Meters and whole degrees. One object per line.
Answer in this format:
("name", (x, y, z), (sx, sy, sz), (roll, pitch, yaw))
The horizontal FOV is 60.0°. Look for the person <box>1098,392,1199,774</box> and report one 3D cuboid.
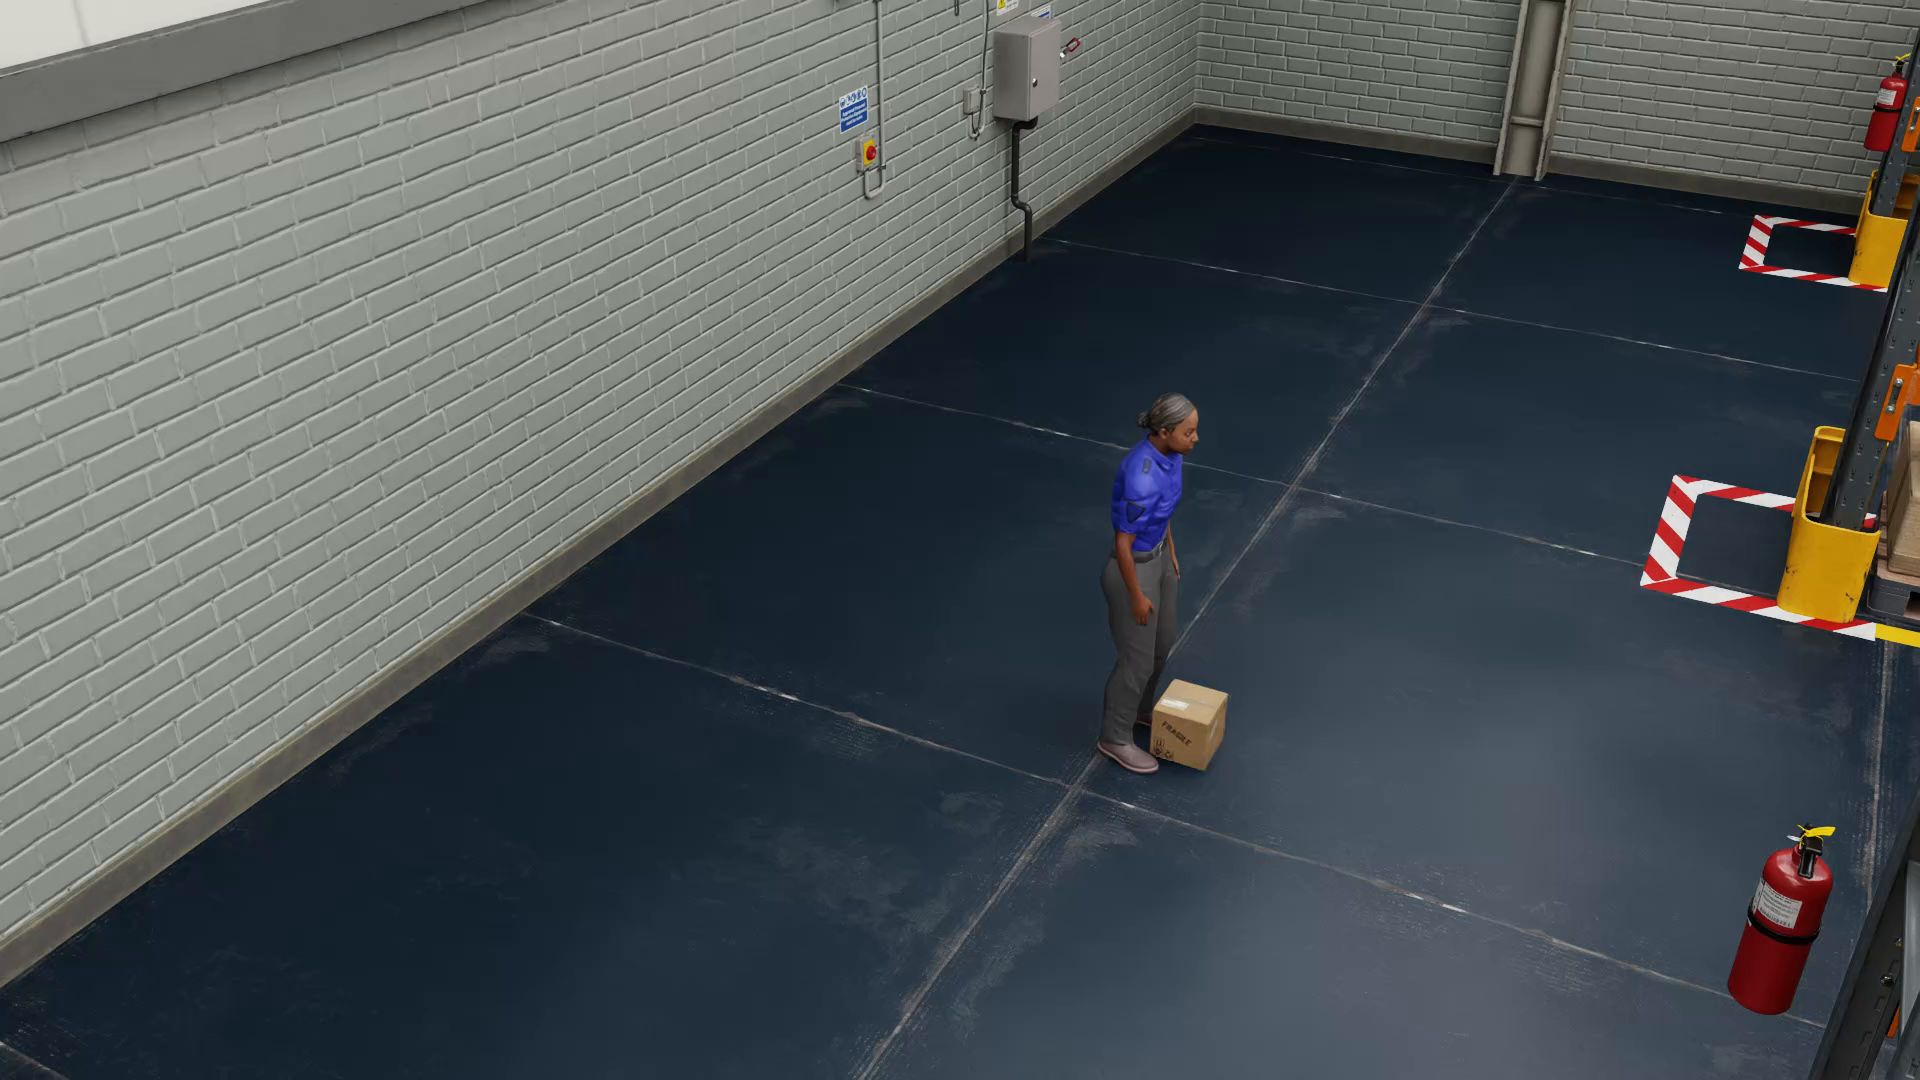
("person", (0.773, 0.147, 6.882), (0.348, 1.655, 0.503), (13, 33, 22))
